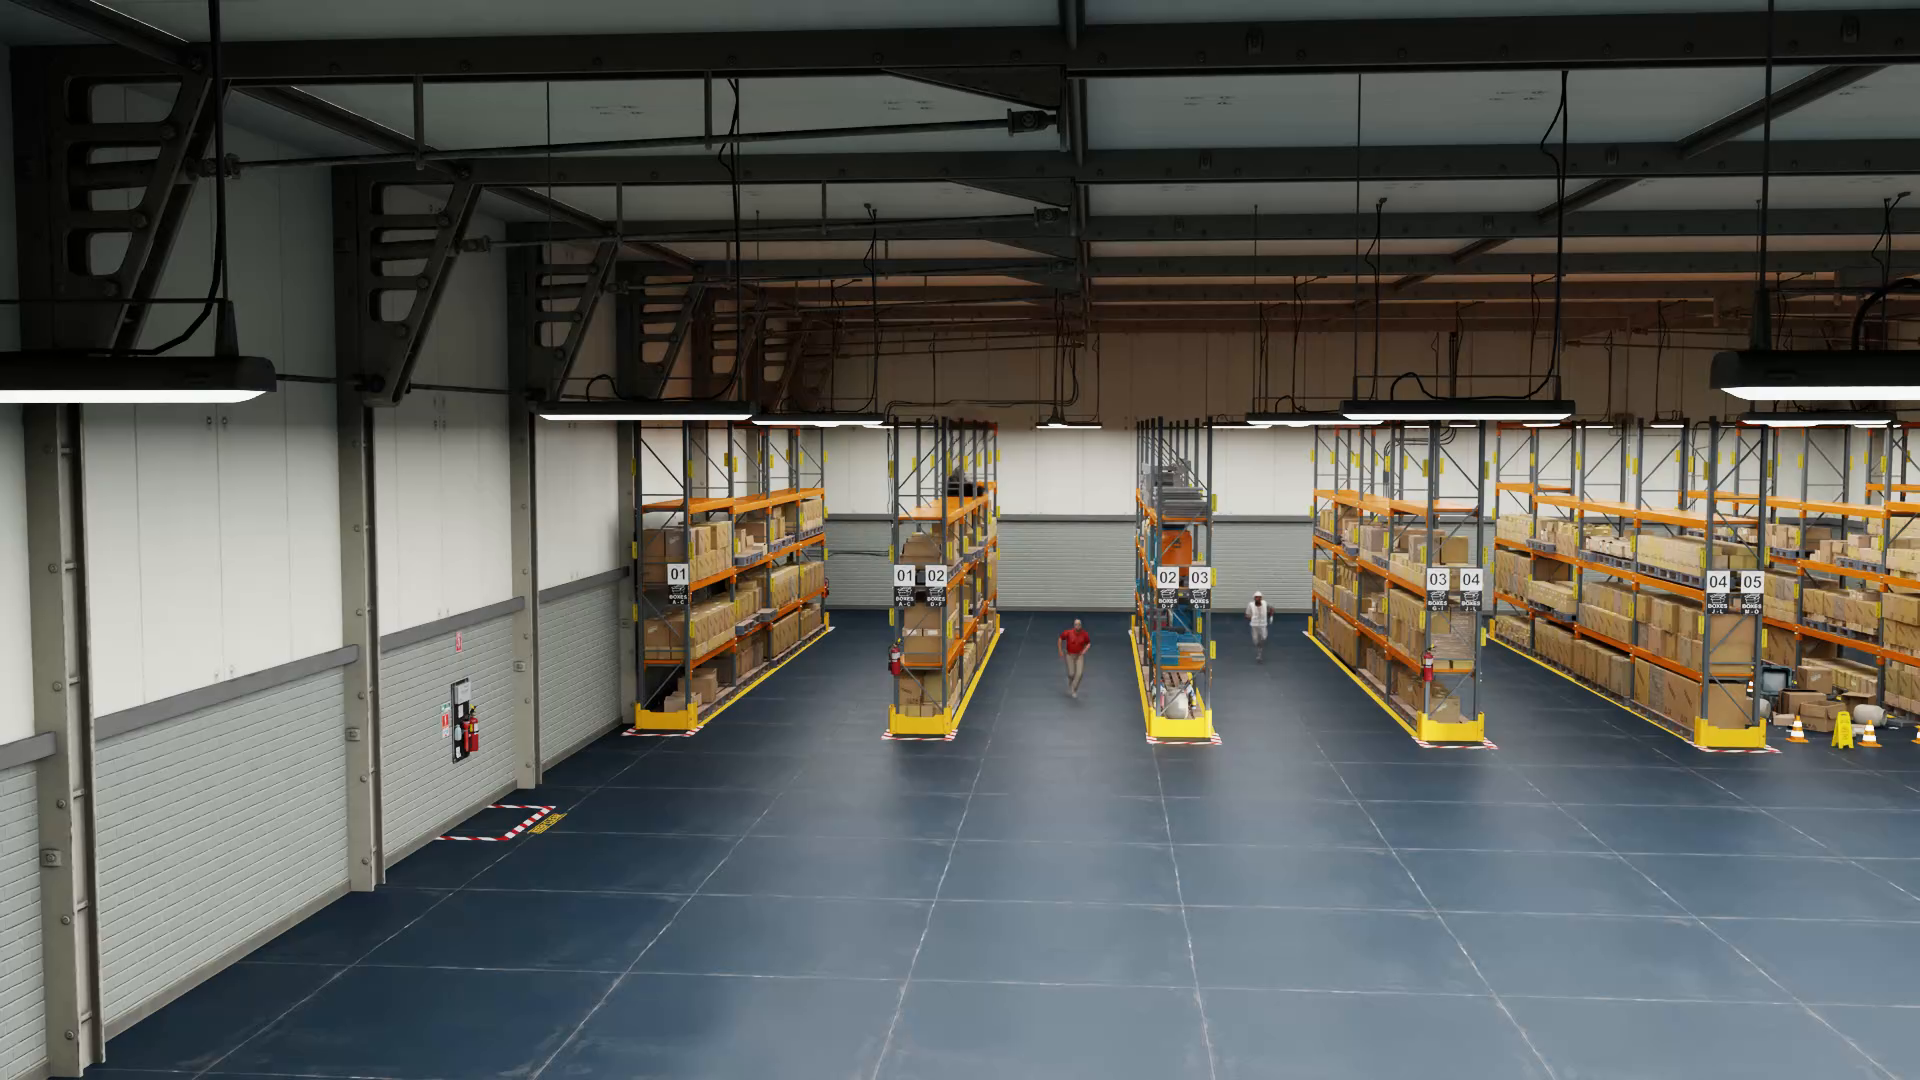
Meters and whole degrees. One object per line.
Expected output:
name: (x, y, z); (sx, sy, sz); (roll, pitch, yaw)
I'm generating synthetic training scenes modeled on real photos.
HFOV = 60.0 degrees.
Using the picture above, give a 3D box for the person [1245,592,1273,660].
person: (7.453, 2.144, 41.342); (0.726, 1.723, 0.728); (0, 4, 2)

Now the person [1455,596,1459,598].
person: (13.901, 1.864, 46.783); (0.641, 1.642, 0.612); (-3, 5, -34)

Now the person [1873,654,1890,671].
person: (21.888, 2.311, 39.464); (0.565, 1.655, 0.542); (0, 4, 0)

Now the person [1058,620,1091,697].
person: (2.487, 2.553, 36.036); (0.702, 1.686, 0.705); (0, 4, -6)
